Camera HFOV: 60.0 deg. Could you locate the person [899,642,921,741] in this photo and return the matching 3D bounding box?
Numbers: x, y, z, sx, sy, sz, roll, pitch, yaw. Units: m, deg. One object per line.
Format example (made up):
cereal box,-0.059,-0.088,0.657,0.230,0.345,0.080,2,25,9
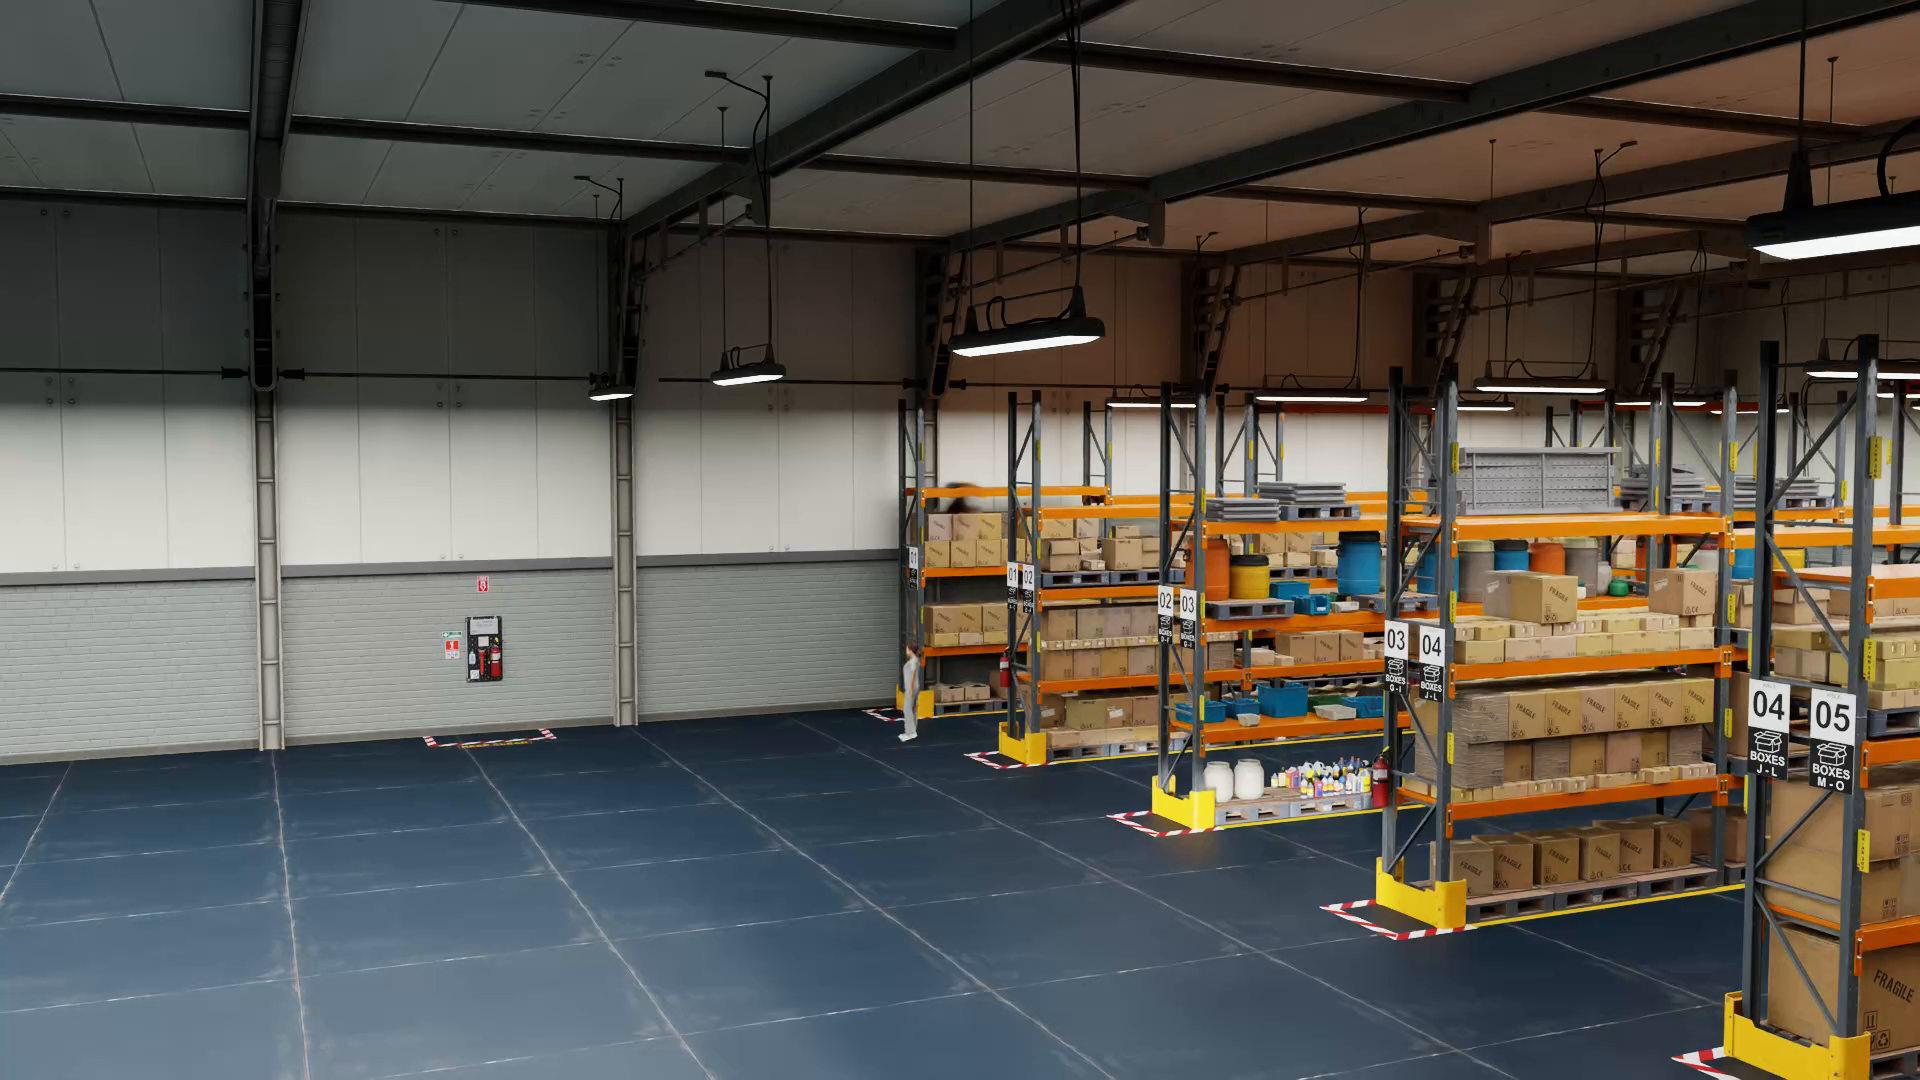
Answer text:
person,-0.867,2.640,29.019,0.395,1.717,0.511,0,3,5
